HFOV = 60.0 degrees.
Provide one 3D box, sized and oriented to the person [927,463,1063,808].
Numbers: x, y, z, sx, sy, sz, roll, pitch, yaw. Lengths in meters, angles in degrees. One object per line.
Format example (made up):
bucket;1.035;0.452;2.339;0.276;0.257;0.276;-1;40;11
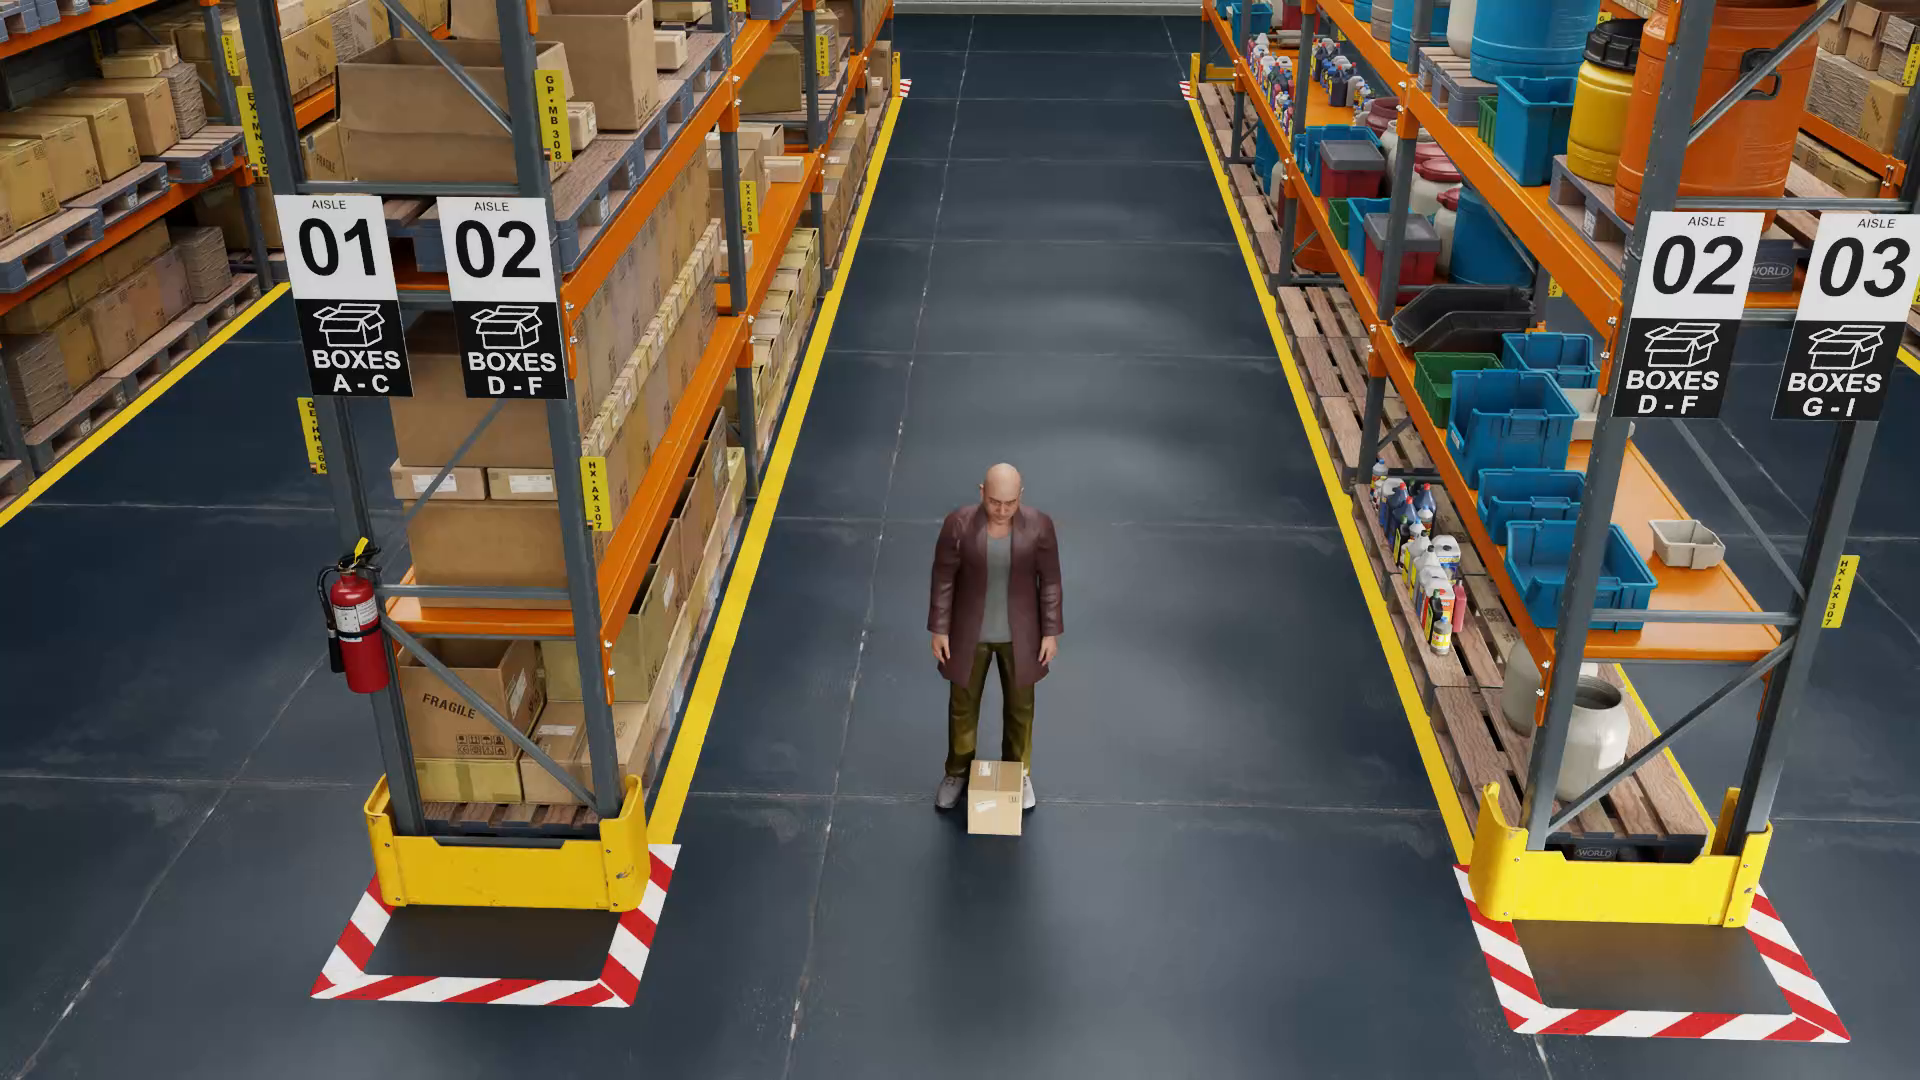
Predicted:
person;0.164;0.436;7.802;0.641;1.773;0.424;0;28;0
